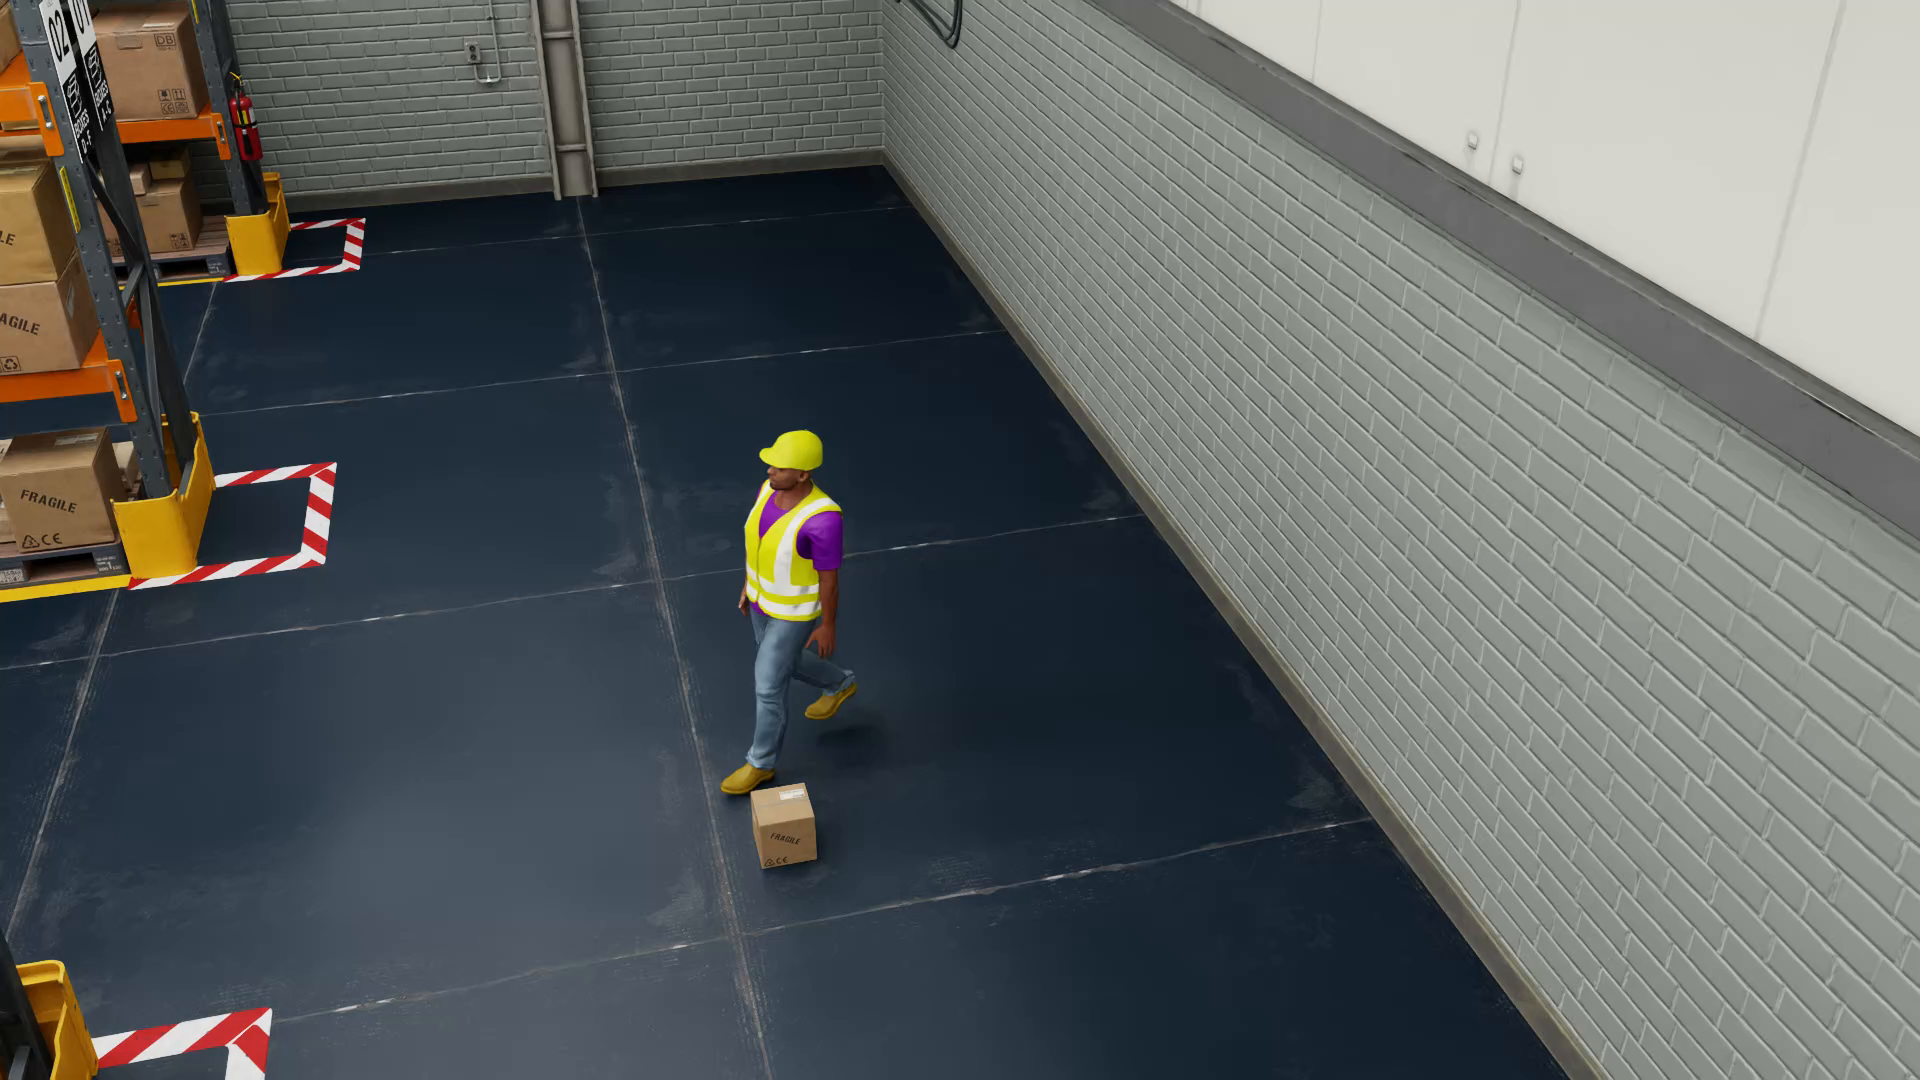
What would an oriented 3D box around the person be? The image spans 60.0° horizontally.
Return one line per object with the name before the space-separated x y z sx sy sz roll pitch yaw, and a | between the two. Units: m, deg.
person | -0.830 0.289 7.720 0.897 1.741 0.576 -20 36 -31
